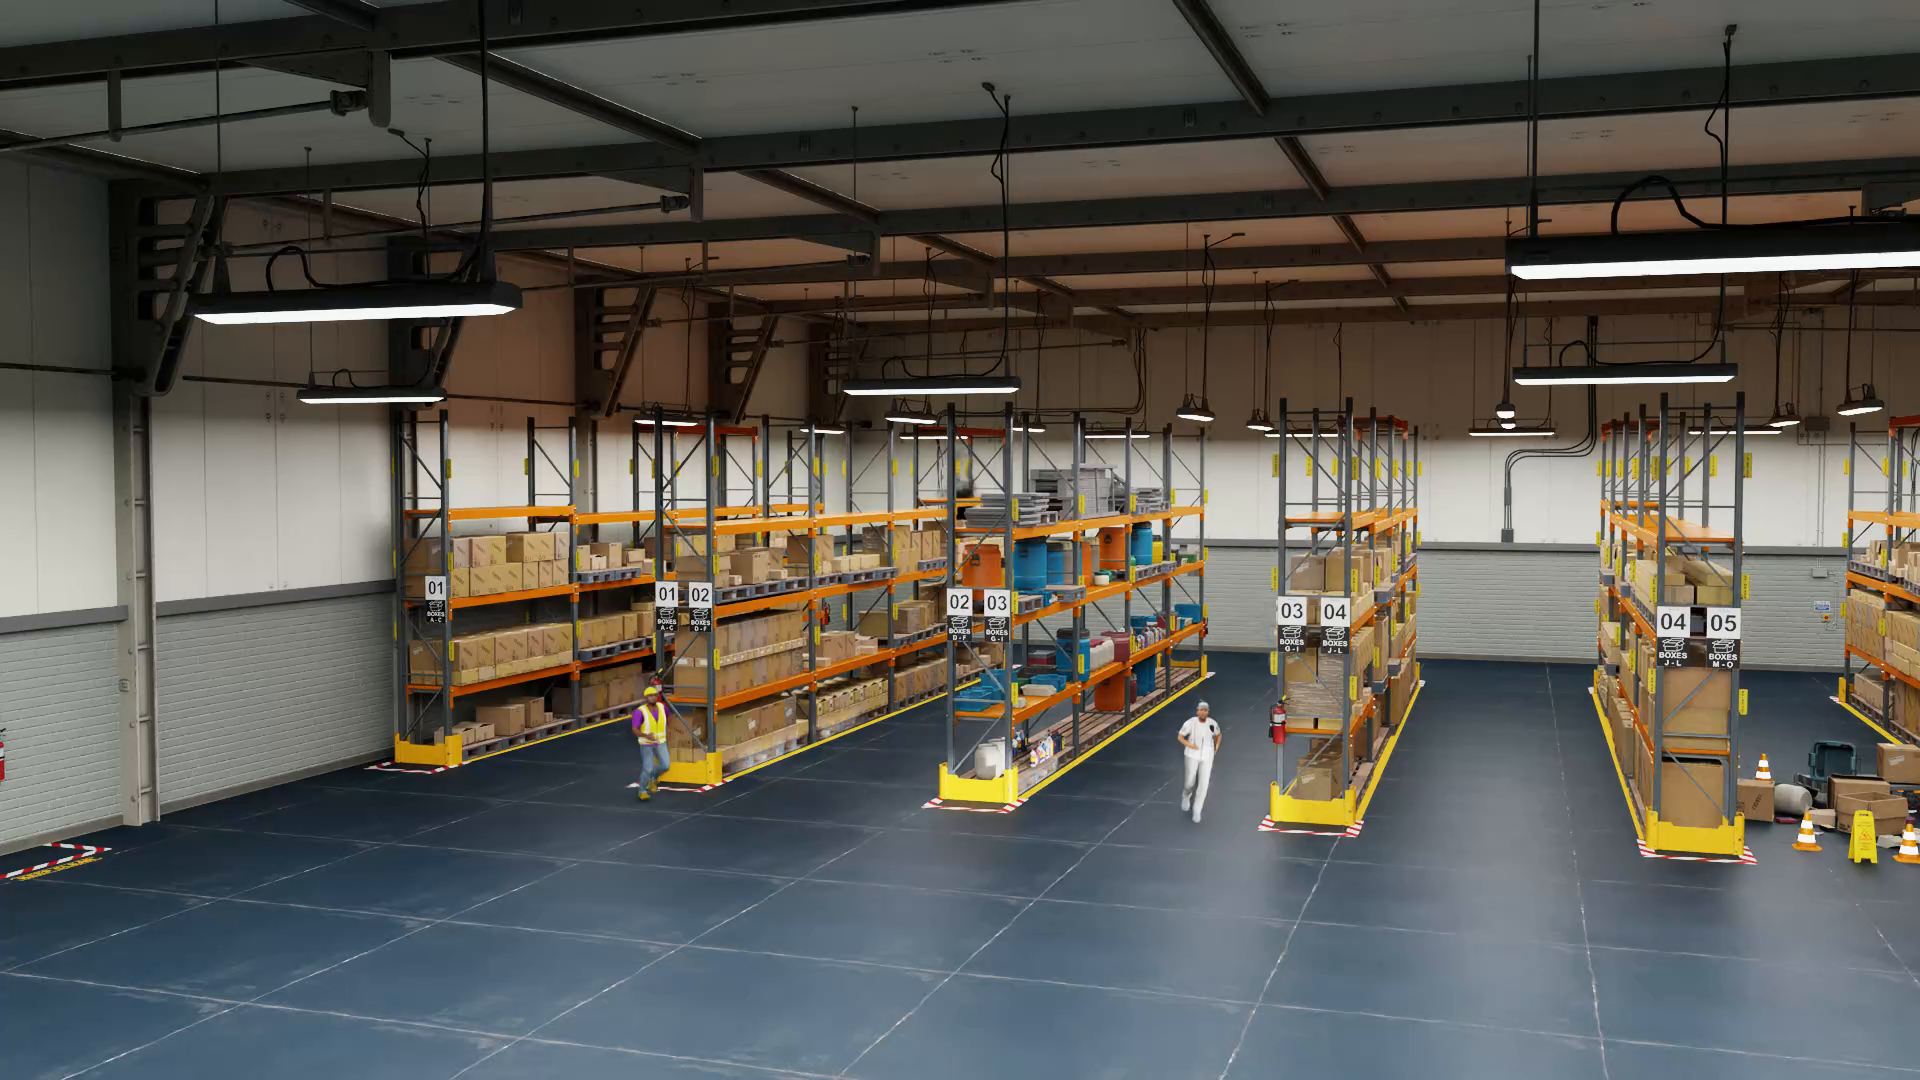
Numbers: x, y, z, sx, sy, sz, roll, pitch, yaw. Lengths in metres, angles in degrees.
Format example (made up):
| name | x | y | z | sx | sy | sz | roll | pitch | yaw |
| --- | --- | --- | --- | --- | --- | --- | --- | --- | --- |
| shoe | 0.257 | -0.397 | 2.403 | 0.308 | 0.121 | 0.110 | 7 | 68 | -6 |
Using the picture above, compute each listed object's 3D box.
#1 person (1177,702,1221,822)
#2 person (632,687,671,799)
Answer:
| name | x | y | z | sx | sy | sz | roll | pitch | yaw |
| --- | --- | --- | --- | --- | --- | --- | --- | --- | --- |
| person | 3.449 | 3.165 | 23.919 | 0.645 | 1.696 | 0.795 | 0 | 2 | 0 |
| person | -4.598 | 3.058 | 25.026 | 0.722 | 1.711 | 0.721 | -2 | 3 | -34 |
